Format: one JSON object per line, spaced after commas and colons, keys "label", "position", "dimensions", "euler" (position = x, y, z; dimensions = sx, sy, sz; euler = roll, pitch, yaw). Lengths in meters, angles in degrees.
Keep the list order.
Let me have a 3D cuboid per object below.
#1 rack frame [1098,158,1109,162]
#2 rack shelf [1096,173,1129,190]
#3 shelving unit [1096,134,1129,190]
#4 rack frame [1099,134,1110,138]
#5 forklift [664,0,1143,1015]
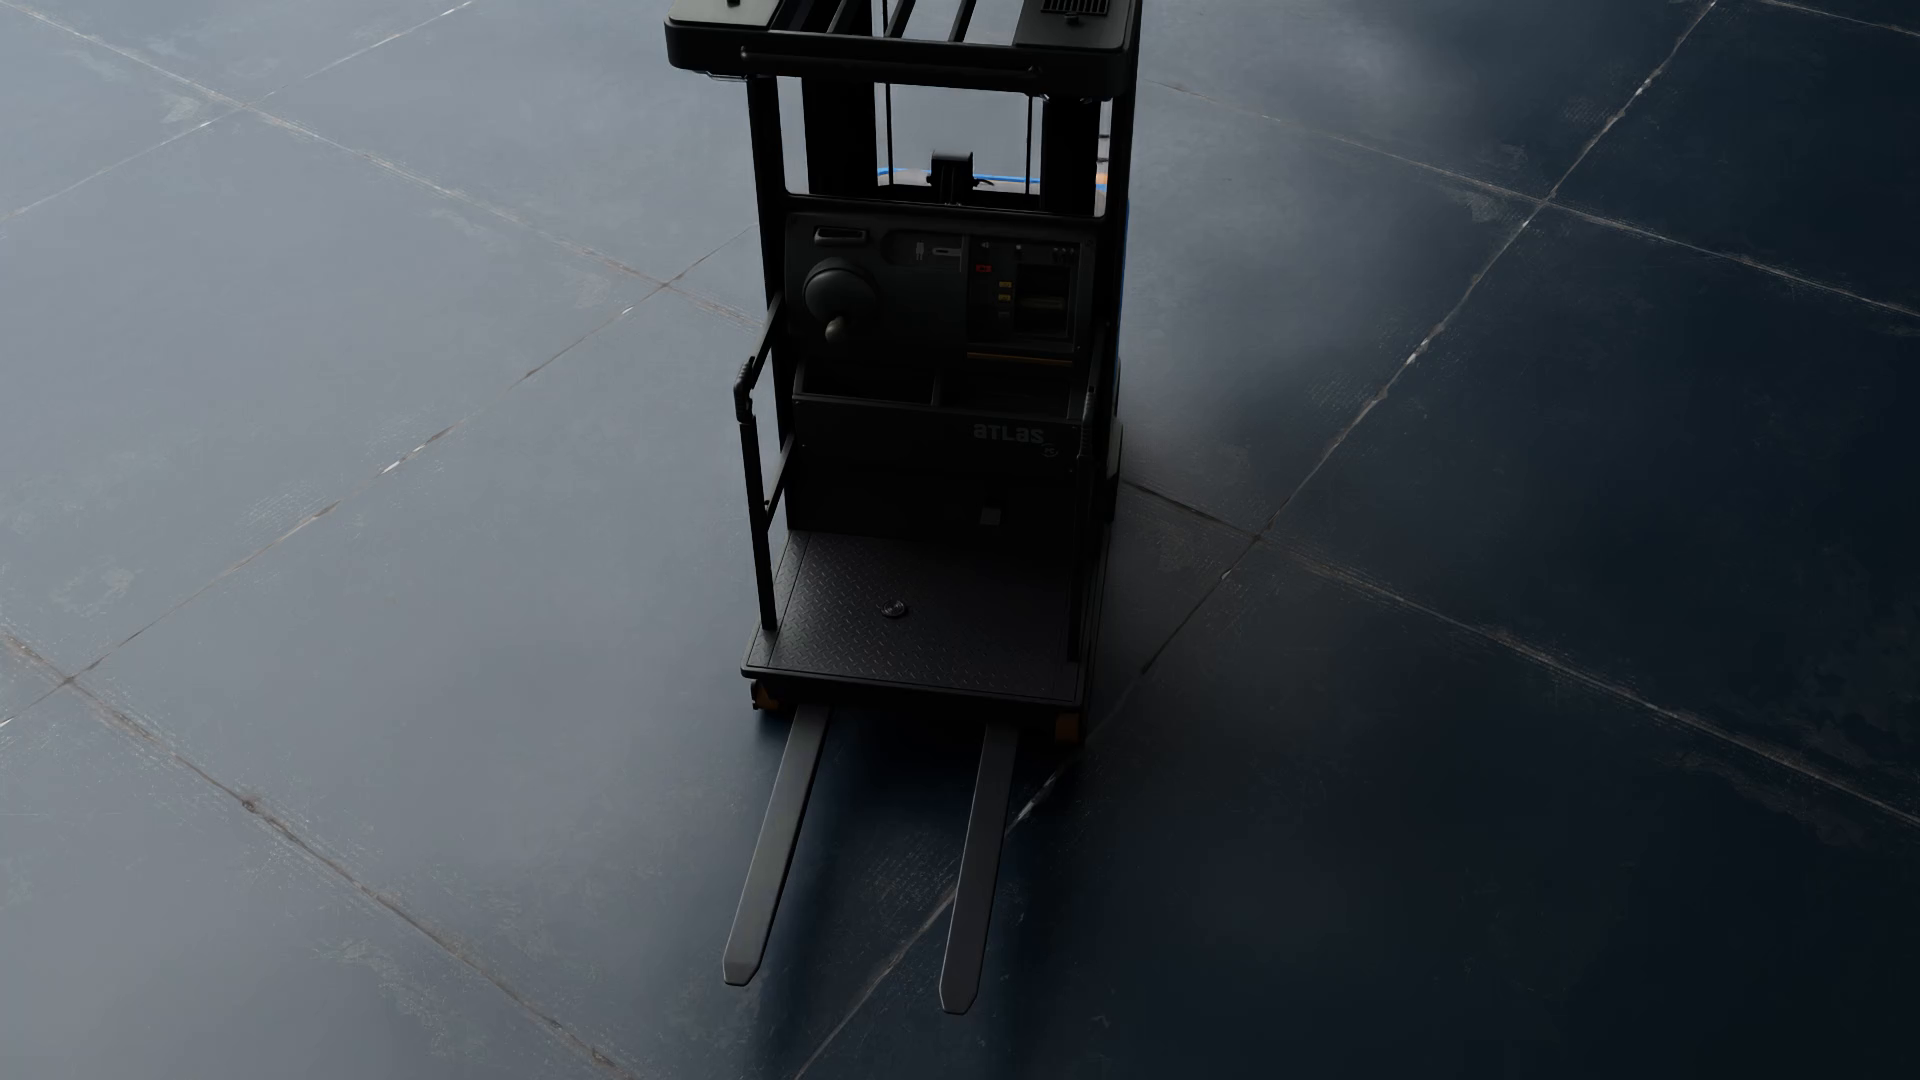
{"label": "rack frame", "position": [0.483, -1.025, 6.495], "dimensions": [0.240, 1.200, 0.006], "euler": [9, 42, 10]}
{"label": "rack shelf", "position": [0.503, -1.319, 6.351], "dimensions": [0.258, 0.103, 0.180], "euler": [9, 42, 10]}
{"label": "shelving unit", "position": [0.503, -1.084, 6.562], "dimensions": [0.258, 1.200, 0.189], "euler": [9, 42, 10]}
{"label": "rack frame", "position": [0.524, -1.143, 6.628], "dimensions": [0.240, 1.200, 0.006], "euler": [9, 42, 10]}
{"label": "forklift", "position": [-0.093, -0.677, 4.809], "dimensions": [1.130, 2.935, 3.031], "euler": [6, 42, 6]}
